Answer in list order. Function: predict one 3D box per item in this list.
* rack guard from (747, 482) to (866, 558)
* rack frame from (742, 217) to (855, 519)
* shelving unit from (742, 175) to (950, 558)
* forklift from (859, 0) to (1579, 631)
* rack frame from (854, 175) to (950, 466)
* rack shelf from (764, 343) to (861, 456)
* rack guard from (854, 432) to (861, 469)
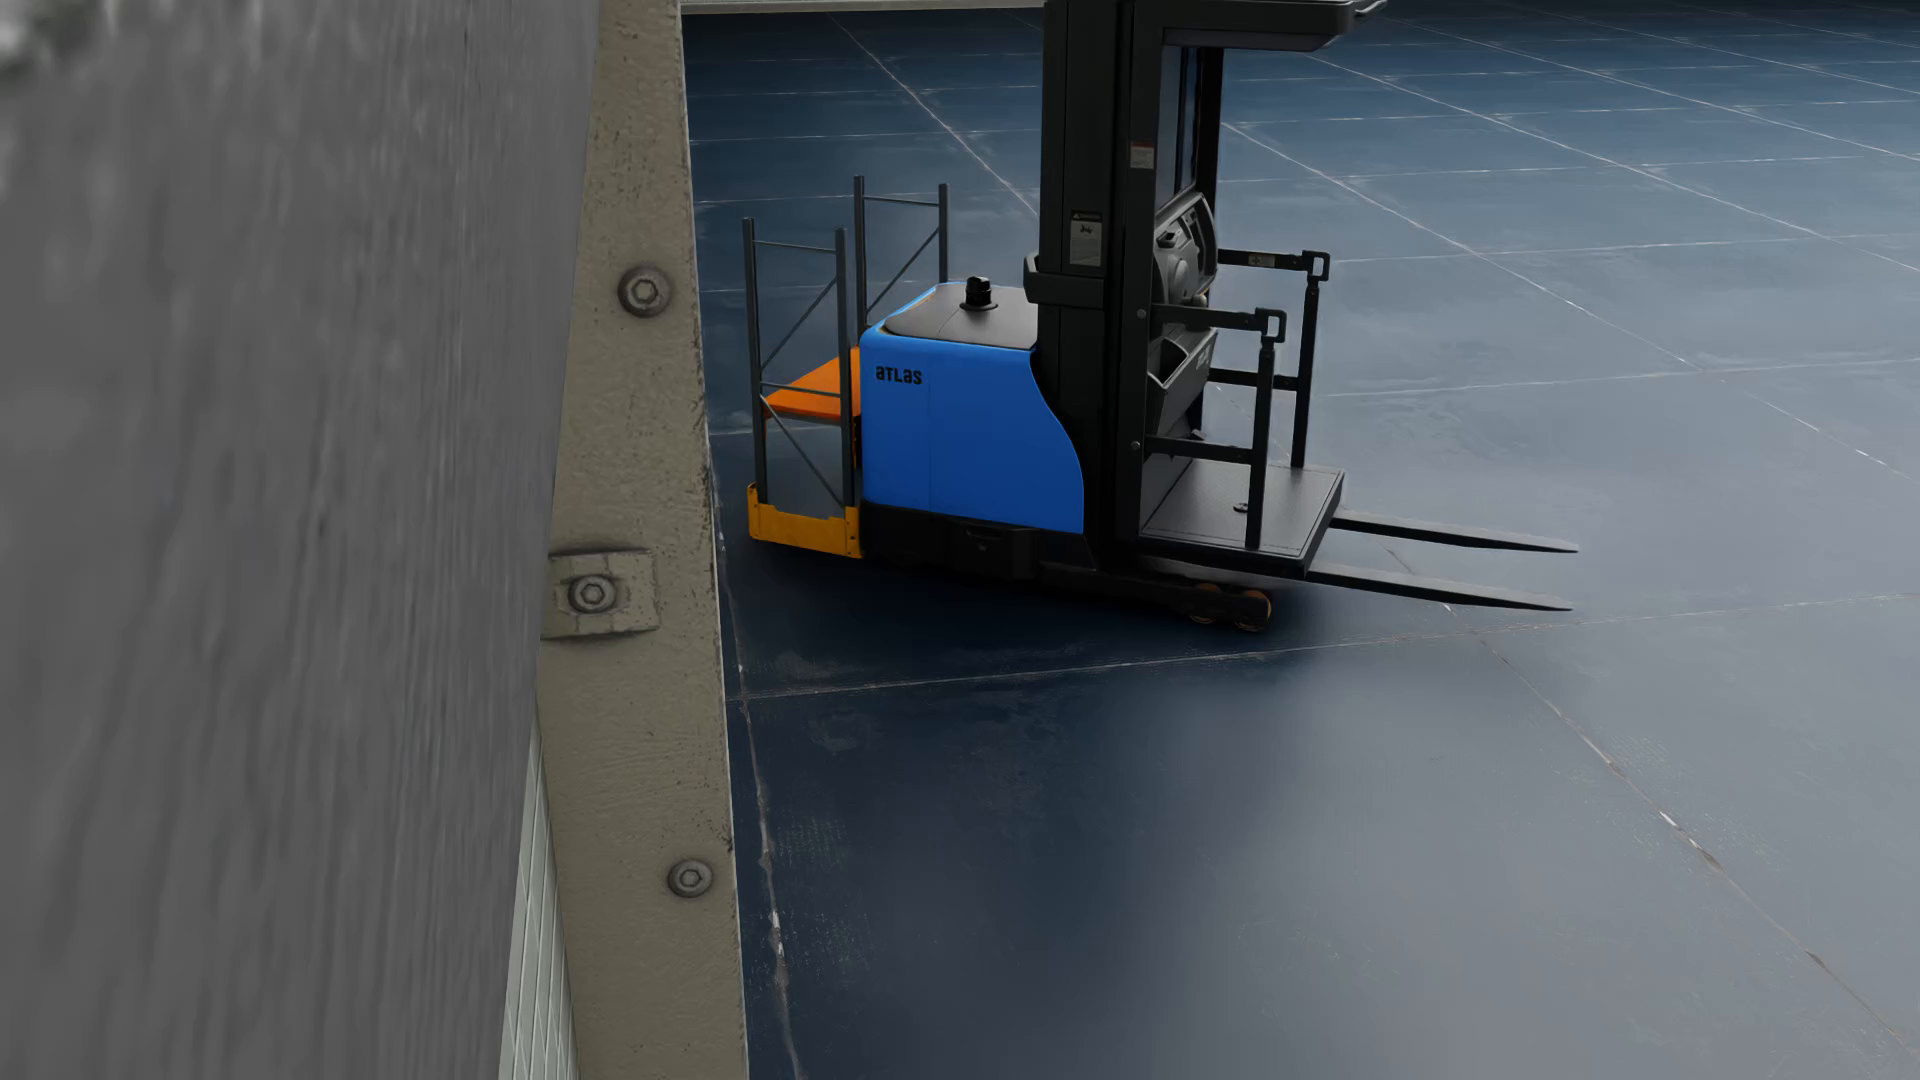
[{"bbox_3d":[-0.707,-0.092,7.649,0.587,0.250,0.087,10,26,23],"label":"rack guard"},{"bbox_3d":[-0.708,-0.665,7.398,0.500,1.500,0.032,10,26,23],"label":"rack frame"},{"bbox_3d":[-0.498,-0.846,7.813,0.587,1.500,1.083,10,26,23],"label":"shelving unit"},{"bbox_3d":[1.123,-1.206,6.850,3.031,2.935,1.130,9,25,19],"label":"forklift"},{"bbox_3d":[-0.281,-1.034,8.244,0.500,1.500,0.032,10,26,23],"label":"rack frame"},{"bbox_3d":[-0.494,-0.685,7.893,0.538,0.185,1.000,10,26,23],"label":"rack shelf"},{"bbox_3d":[-0.289,-0.454,8.478,0.587,0.250,0.087,10,26,23],"label":"rack guard"}]
